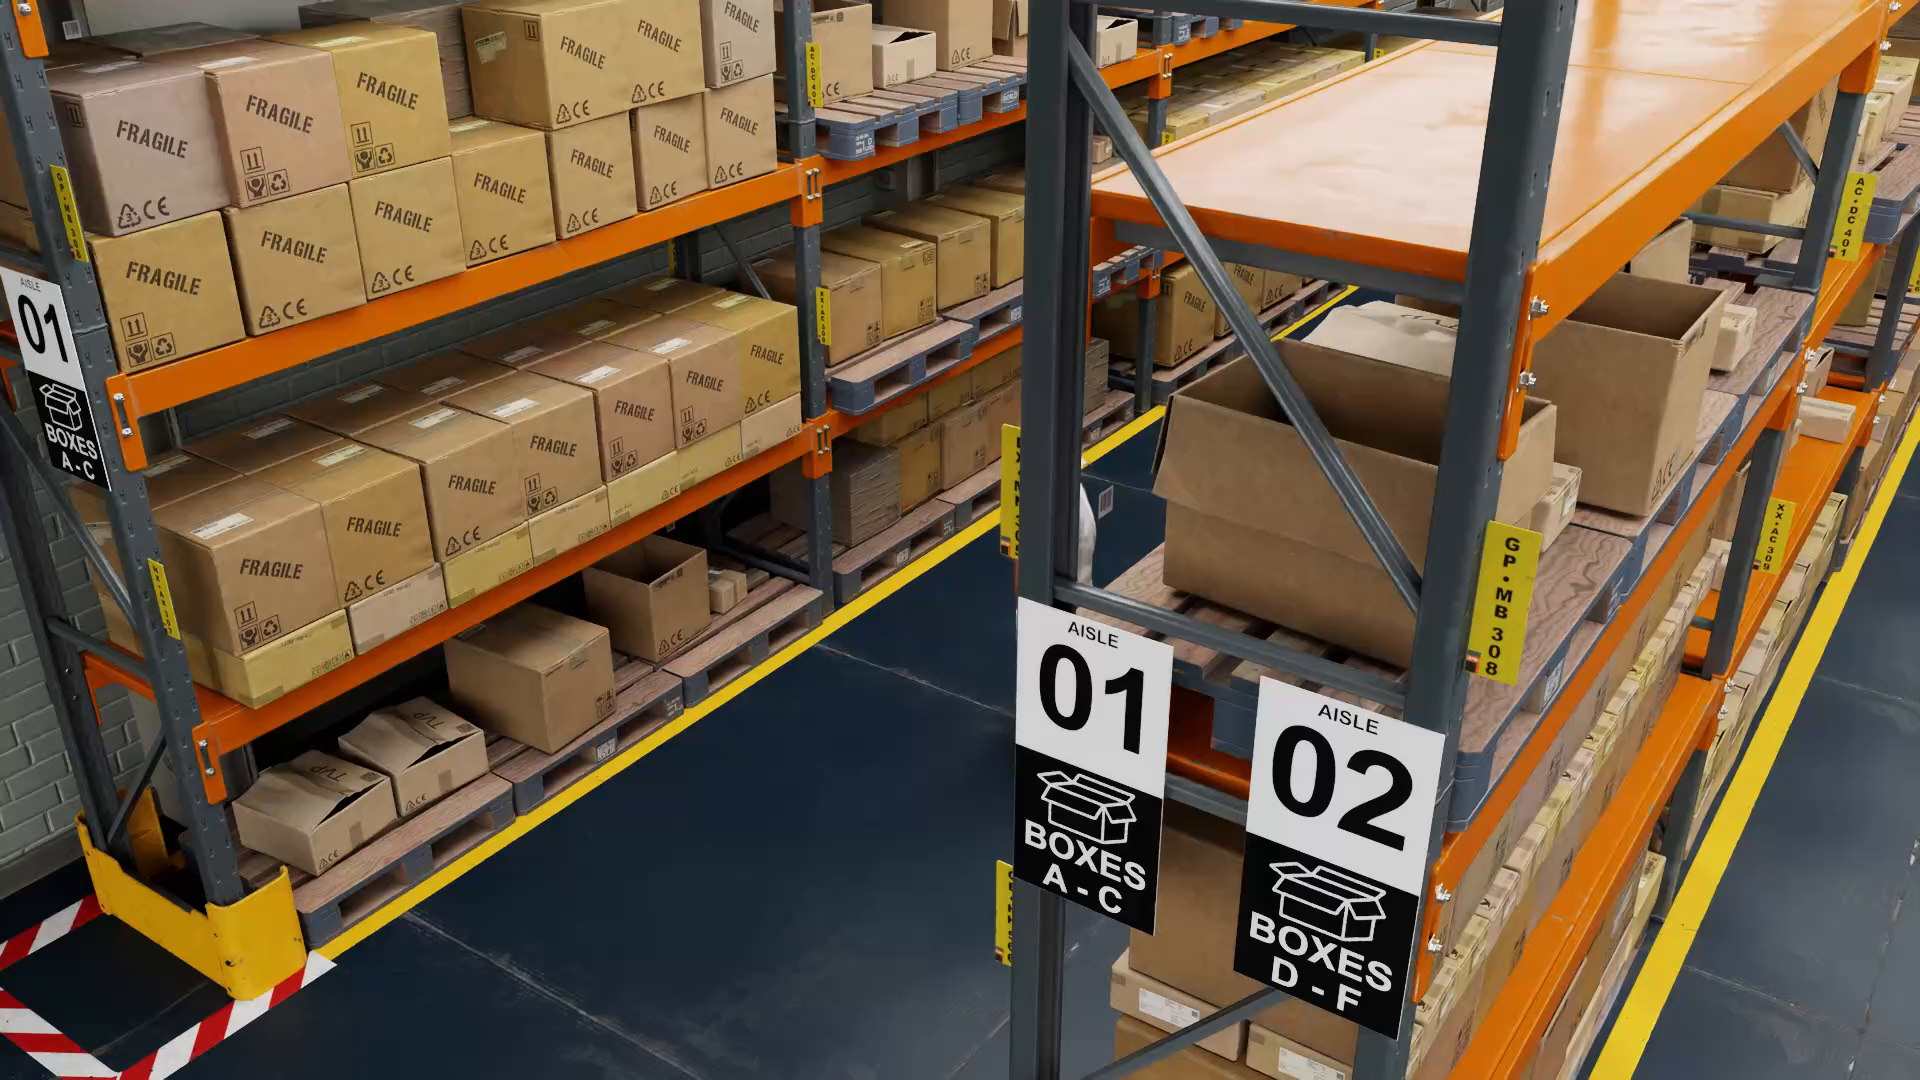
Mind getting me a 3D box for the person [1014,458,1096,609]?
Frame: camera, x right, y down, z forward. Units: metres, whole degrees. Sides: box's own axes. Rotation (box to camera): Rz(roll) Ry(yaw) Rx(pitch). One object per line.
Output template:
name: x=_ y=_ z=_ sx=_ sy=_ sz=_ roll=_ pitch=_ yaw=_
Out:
person: x=0.487 y=0.309 z=8.527 sx=0.600 sy=1.793 sz=0.589 roll=21 pitch=33 yaw=35
